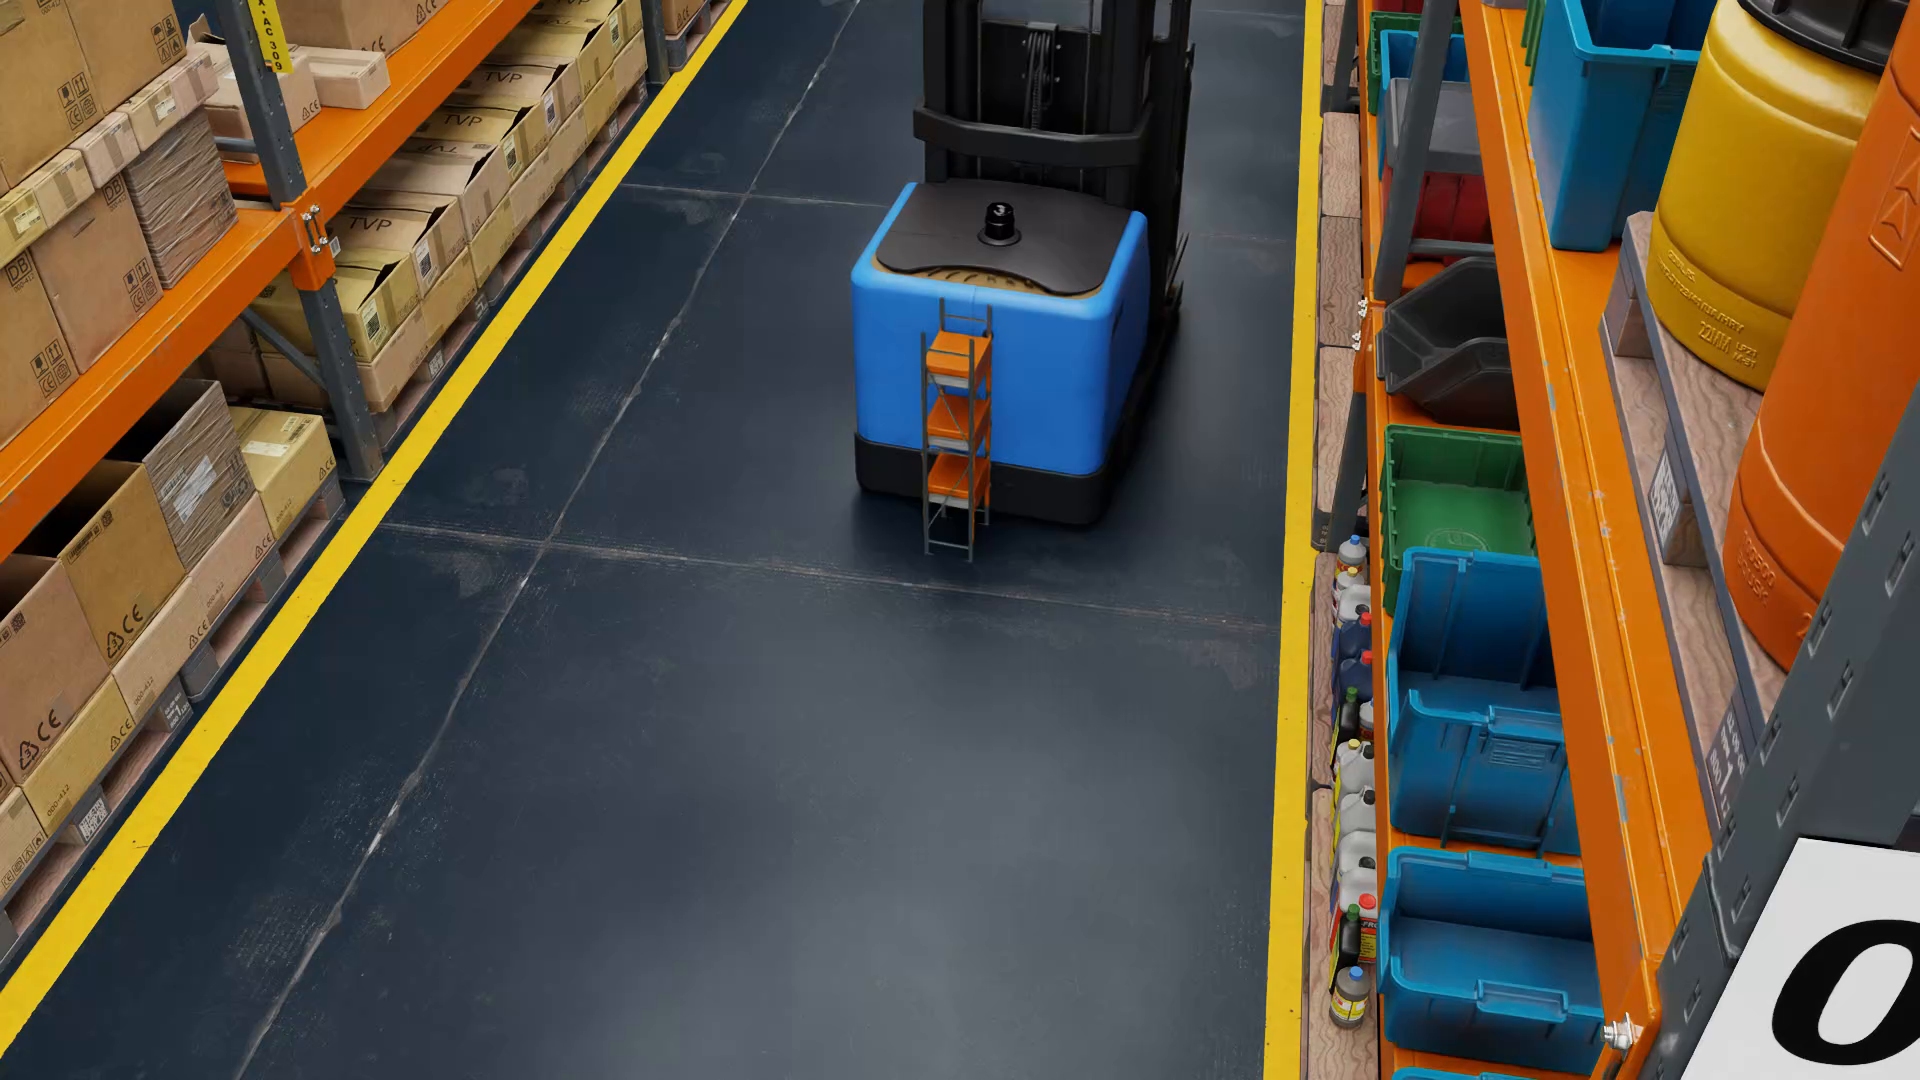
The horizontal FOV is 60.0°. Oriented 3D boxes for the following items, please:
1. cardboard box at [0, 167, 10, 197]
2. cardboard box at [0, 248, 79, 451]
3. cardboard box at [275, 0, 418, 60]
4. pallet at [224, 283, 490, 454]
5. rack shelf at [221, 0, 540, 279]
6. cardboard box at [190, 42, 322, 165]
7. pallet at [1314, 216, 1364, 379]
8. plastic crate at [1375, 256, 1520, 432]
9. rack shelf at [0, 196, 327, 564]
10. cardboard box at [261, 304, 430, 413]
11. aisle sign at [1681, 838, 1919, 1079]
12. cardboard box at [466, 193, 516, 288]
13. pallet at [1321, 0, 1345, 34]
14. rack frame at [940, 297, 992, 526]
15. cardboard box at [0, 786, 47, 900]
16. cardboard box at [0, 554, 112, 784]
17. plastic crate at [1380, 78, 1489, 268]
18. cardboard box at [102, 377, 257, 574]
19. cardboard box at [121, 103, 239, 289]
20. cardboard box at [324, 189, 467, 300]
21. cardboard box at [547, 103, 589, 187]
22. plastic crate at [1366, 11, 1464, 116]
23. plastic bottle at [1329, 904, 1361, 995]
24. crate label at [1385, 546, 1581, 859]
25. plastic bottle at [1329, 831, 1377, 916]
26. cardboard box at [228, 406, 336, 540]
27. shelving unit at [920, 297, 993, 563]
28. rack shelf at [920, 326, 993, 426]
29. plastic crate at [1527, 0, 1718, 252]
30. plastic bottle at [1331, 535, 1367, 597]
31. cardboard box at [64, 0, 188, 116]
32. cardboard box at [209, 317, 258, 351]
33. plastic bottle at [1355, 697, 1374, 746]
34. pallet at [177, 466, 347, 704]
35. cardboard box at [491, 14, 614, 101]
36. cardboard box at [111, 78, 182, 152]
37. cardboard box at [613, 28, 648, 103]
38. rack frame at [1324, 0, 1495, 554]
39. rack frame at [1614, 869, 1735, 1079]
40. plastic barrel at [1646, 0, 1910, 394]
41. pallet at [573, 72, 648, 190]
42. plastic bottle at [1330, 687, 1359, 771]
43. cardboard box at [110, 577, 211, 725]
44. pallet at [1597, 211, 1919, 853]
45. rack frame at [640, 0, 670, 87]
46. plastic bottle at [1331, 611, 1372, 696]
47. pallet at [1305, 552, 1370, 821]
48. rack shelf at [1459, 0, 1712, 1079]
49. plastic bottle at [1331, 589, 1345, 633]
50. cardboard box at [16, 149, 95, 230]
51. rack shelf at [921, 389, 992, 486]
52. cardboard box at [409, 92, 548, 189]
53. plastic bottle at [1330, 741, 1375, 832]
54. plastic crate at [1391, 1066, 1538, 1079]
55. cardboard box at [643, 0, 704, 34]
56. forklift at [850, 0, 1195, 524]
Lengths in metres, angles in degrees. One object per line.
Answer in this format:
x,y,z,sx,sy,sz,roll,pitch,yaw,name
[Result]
-3.211,-1.115,4.648,0.700,0.500,0.500,6,40,8,cardboard box
-3.213,-0.600,5.044,0.700,0.500,0.500,7,40,8,cardboard box
-2.726,-2.336,7.143,0.500,0.500,0.500,9,40,11,cardboard box
-2.877,-0.879,7.648,1.003,0.211,1.213,6,40,8,pallet
-2.620,-2.465,7.942,1.077,0.370,4.000,6,40,8,rack shelf
-2.924,-1.743,6.622,0.500,0.250,0.500,9,40,10,cardboard box
2.218,-1.129,7.950,1.003,0.211,1.213,6,40,8,pallet
1.696,-0.600,5.171,0.767,0.338,0.504,6,40,8,plastic crate
-3.313,0.045,4.906,1.077,0.370,4.000,6,40,8,rack shelf
-2.653,-0.815,7.210,0.500,0.250,0.500,5,40,7,cardboard box
0.914,0.582,1.652,0.394,0.787,0.004,6,40,8,aisle sign
-2.476,-1.461,7.991,0.500,0.250,0.500,5,40,6,cardboard box
2.913,-3.637,10.983,1.003,0.211,1.213,6,40,8,pallet
0.021,-0.481,6.507,0.200,1.050,0.008,10,41,12,rack frame
-3.177,0.981,5.038,0.500,0.250,0.500,6,40,8,cardboard box
-3.085,0.379,5.177,0.500,0.500,0.500,6,40,8,cardboard box
1.694,-1.301,5.919,0.402,0.464,0.583,6,40,8,plastic crate
-2.929,-0.251,5.939,0.500,0.500,0.500,6,40,8,cardboard box
-3.037,-1.246,5.825,0.700,0.500,0.500,5,40,7,cardboard box
-2.558,-1.351,7.418,0.500,0.311,0.500,6,40,7,cardboard box
-2.301,-2.103,8.768,0.500,0.250,0.500,7,40,9,cardboard box
1.935,-1.981,6.958,0.450,0.188,0.662,6,40,8,plastic crate
1.108,1.173,4.764,0.061,0.283,0.133,7,40,9,plastic bottle
1.271,0.373,3.917,0.502,0.435,0.616,6,40,8,crate label
1.200,1.009,4.968,0.152,0.276,0.135,5,40,6,plastic bottle
-2.831,-0.274,6.556,0.500,0.250,0.500,6,40,8,cardboard box
-0.012,-0.406,6.417,0.215,1.050,0.252,10,41,12,shelving unit
-0.012,-0.616,6.243,0.215,0.259,0.240,10,41,12,rack shelf
1.253,-0.808,3.032,0.392,0.384,0.575,6,40,8,plastic crate
1.425,0.095,6.077,0.097,0.271,0.097,0,40,0,plastic bottle
-3.037,-1.746,5.412,0.700,0.500,0.500,7,40,8,cardboard box
-3.179,-1.091,7.104,0.500,0.311,0.500,6,40,8,cardboard box
1.342,0.619,5.443,0.097,0.271,0.097,0,40,0,plastic bottle
-3.145,0.082,6.485,1.003,0.211,1.213,6,40,8,pallet
-2.206,-2.633,8.969,0.500,0.311,0.500,6,40,7,cardboard box
-2.847,-1.426,5.534,0.380,0.149,0.250,6,40,7,cardboard box
-2.125,-2.743,9.541,0.500,0.250,0.500,7,40,9,cardboard box
1.912,-0.939,5.531,1.000,3.000,0.127,6,40,8,rack frame
1.219,1.572,2.495,1.000,3.000,0.127,6,40,8,rack frame
1.291,-0.548,2.228,0.600,0.588,0.600,0,40,0,plastic barrel
-2.455,-2.410,9.500,1.003,0.211,1.213,6,40,8,pallet
1.261,0.617,5.436,0.061,0.283,0.133,8,40,10,plastic bottle
-3.000,0.354,5.796,0.500,0.250,0.500,6,40,8,cardboard box
1.459,-0.020,2.214,1.003,0.211,1.213,6,40,8,pallet
-2.274,-3.997,9.231,1.000,3.000,0.127,6,40,8,rack frame
1.363,0.374,5.678,0.144,0.351,0.185,7,40,9,plastic bottle
1.754,0.553,5.915,1.003,0.211,1.213,6,40,8,pallet
1.565,-0.562,3.286,1.077,0.370,4.000,6,40,8,rack shelf
1.389,0.250,5.945,0.097,0.201,0.097,0,40,0,plastic bottle
-2.935,-1.097,5.135,0.380,0.149,0.250,6,40,8,cardboard box
-0.012,-0.398,6.424,0.215,0.259,0.240,10,41,12,rack shelf
-2.385,-2.002,8.206,0.500,0.311,0.500,7,40,9,cardboard box
1.257,0.759,5.212,0.144,0.351,0.185,6,40,7,plastic bottle
1.011,1.282,2.962,0.499,0.251,0.616,6,40,8,plastic crate
-1.914,-3.458,10.195,0.500,0.500,0.500,8,40,10,cardboard box
0.450,-2.139,7.037,1.130,2.935,3.031,10,41,12,forklift
